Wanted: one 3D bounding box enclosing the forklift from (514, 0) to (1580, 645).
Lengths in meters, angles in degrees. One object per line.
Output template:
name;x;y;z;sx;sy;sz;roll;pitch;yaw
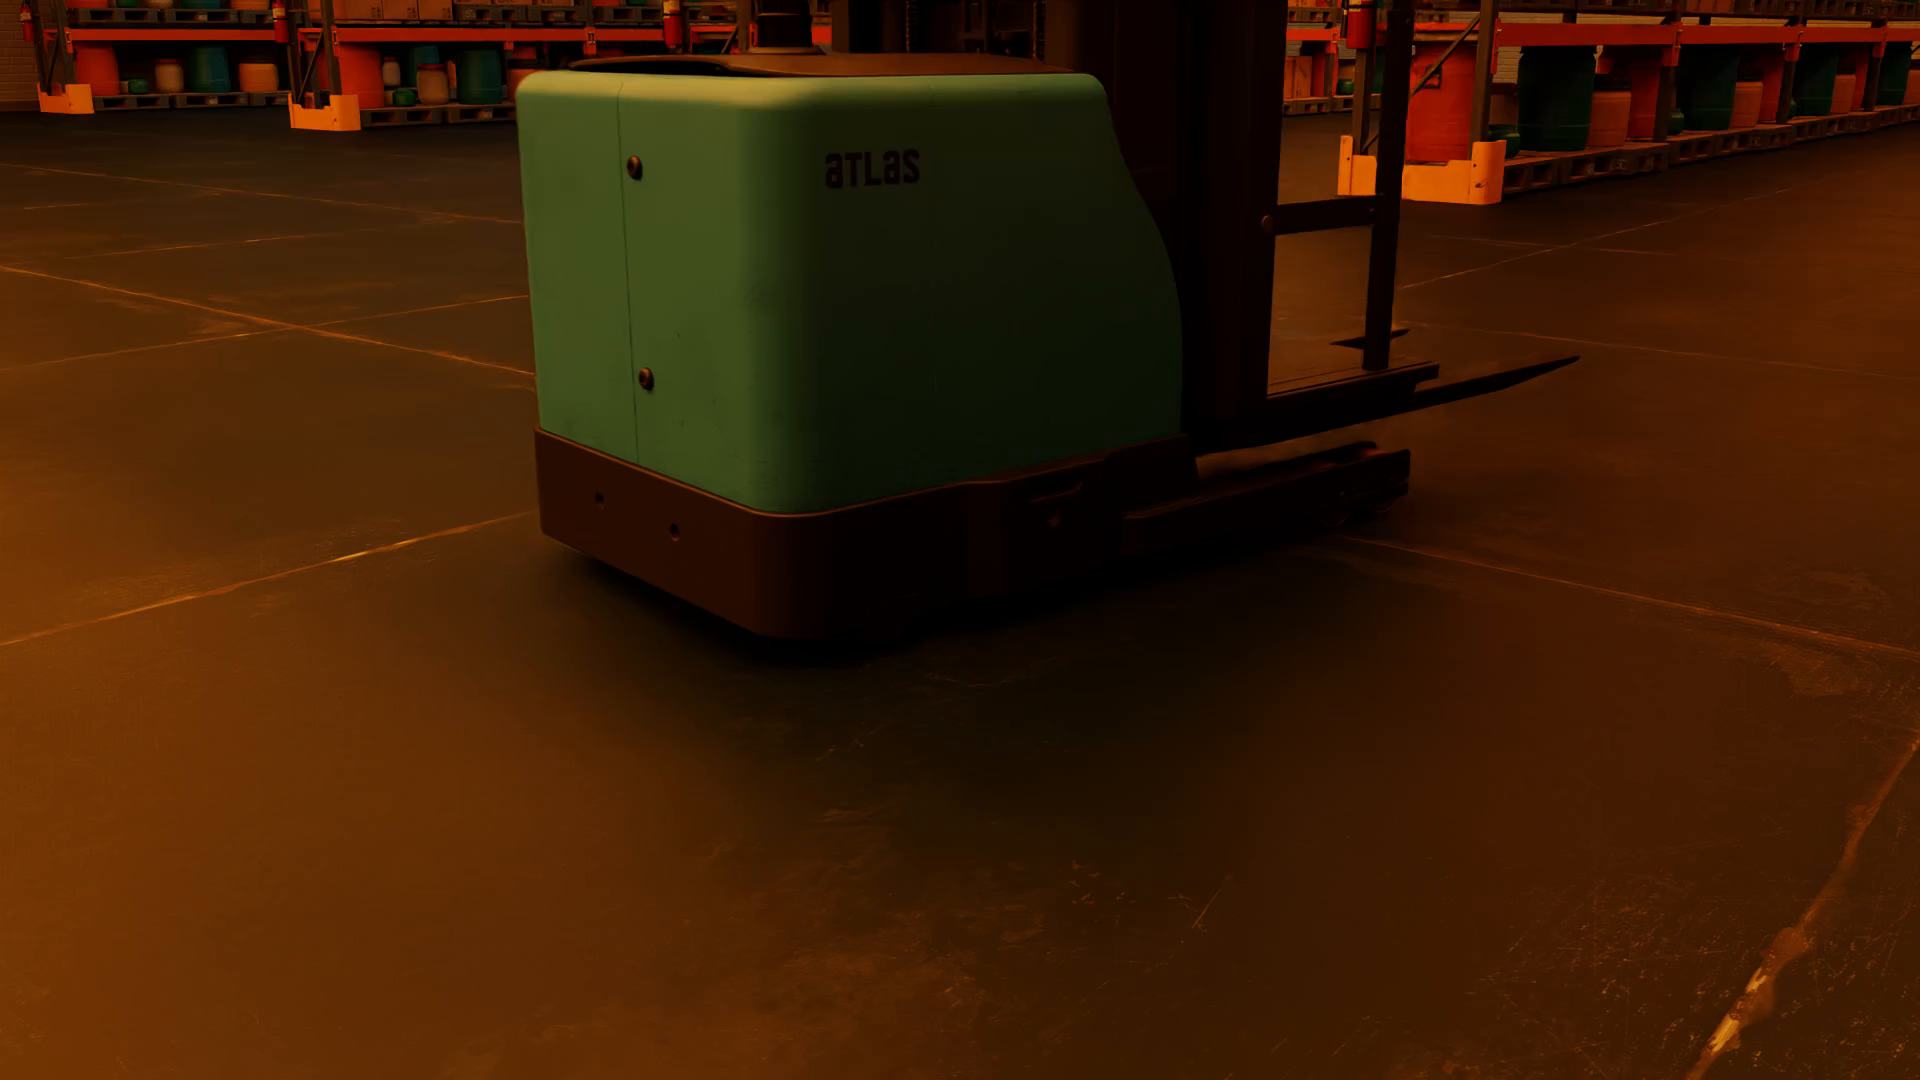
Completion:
forklift;0.497;-1.535;3.954;3.031;2.935;1.130;-14;22;-38
